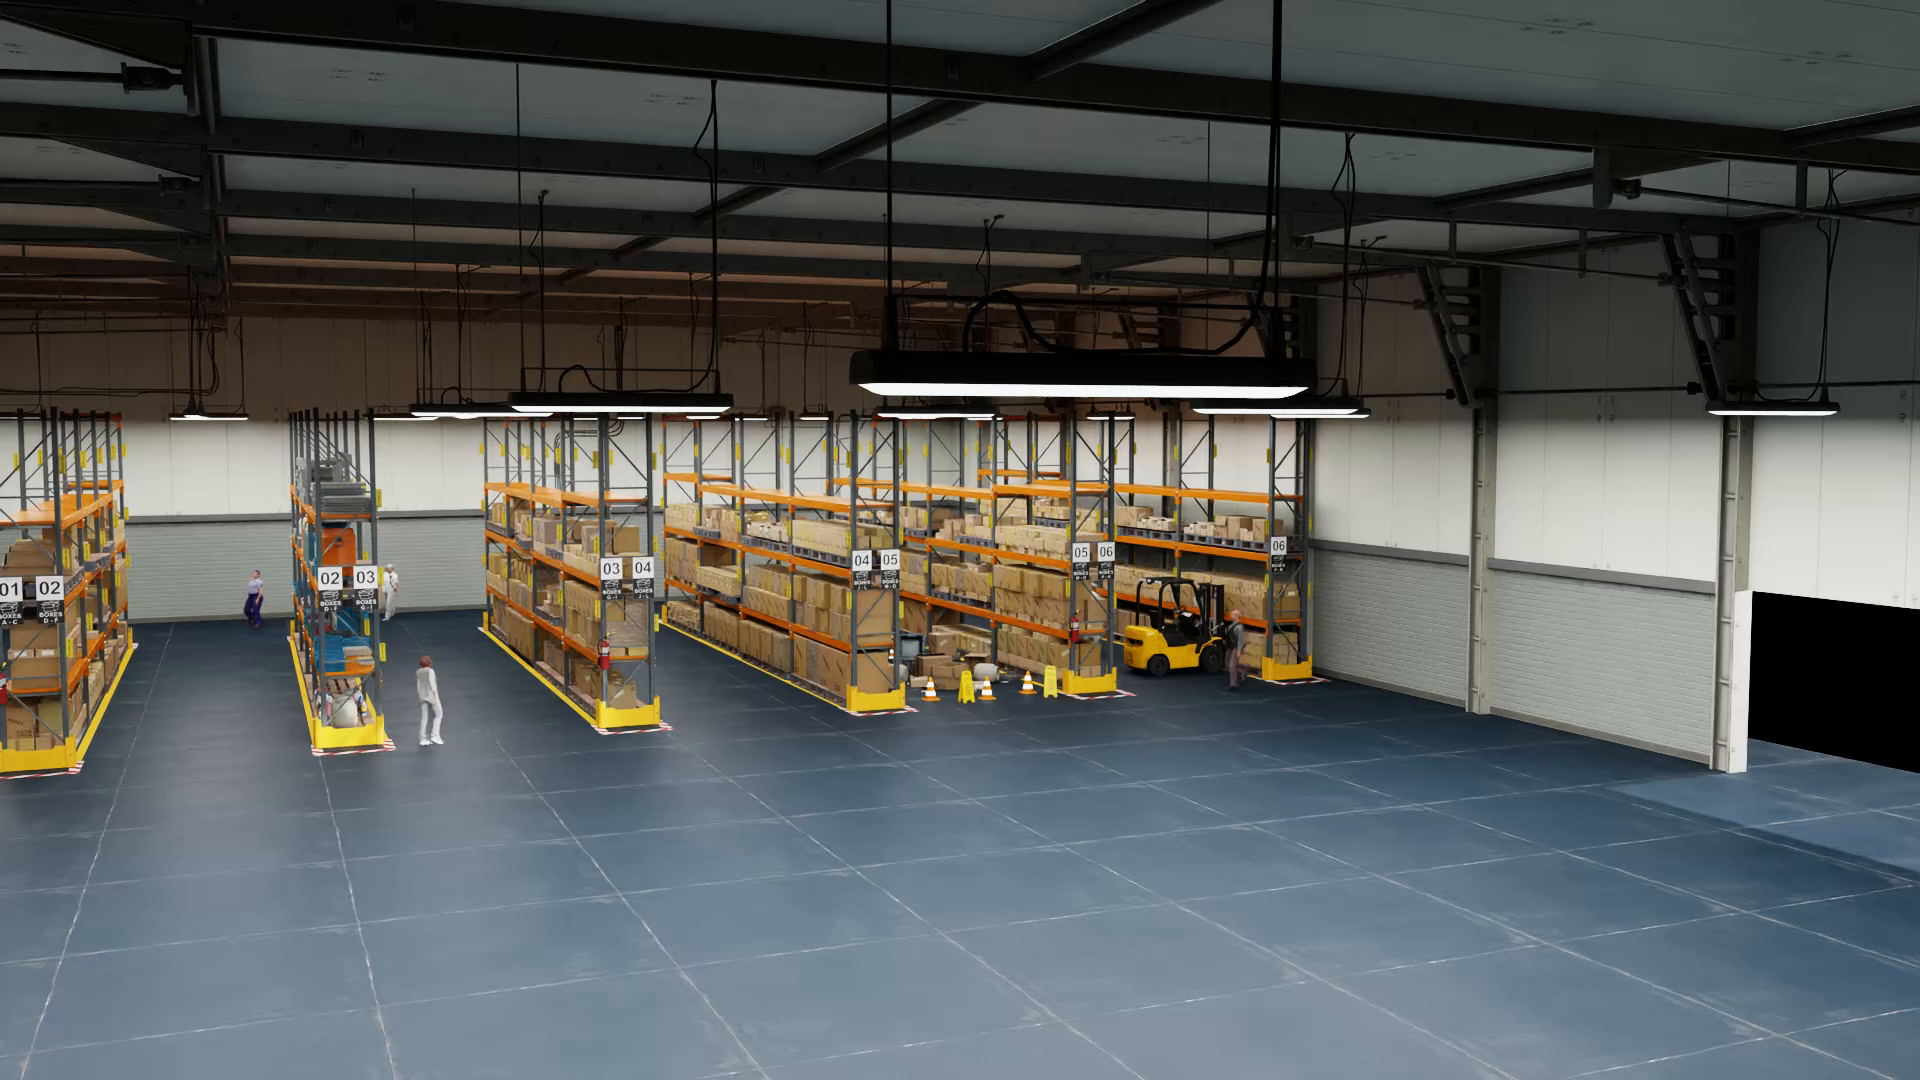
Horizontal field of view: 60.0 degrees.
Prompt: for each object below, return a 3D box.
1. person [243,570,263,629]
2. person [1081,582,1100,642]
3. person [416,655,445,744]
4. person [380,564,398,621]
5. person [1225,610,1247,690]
[{"bbox_3d":[-19.682,1.685,46.344,0.498,1.705,0.435,2,5,27],"label":"person"},{"bbox_3d":[3.296,1.953,41.631,0.542,1.825,0.601,-3,5,-34],"label":"person"},{"bbox_3d":[-9.489,2.863,29.592,0.495,1.604,0.496,1,4,15],"label":"person"},{"bbox_3d":[-16.643,1.505,48.504,0.532,1.641,0.805,1,4,10],"label":"person"},{"bbox_3d":[5.963,2.356,35.721,0.709,1.704,0.529,-2,4,-27],"label":"person"}]
